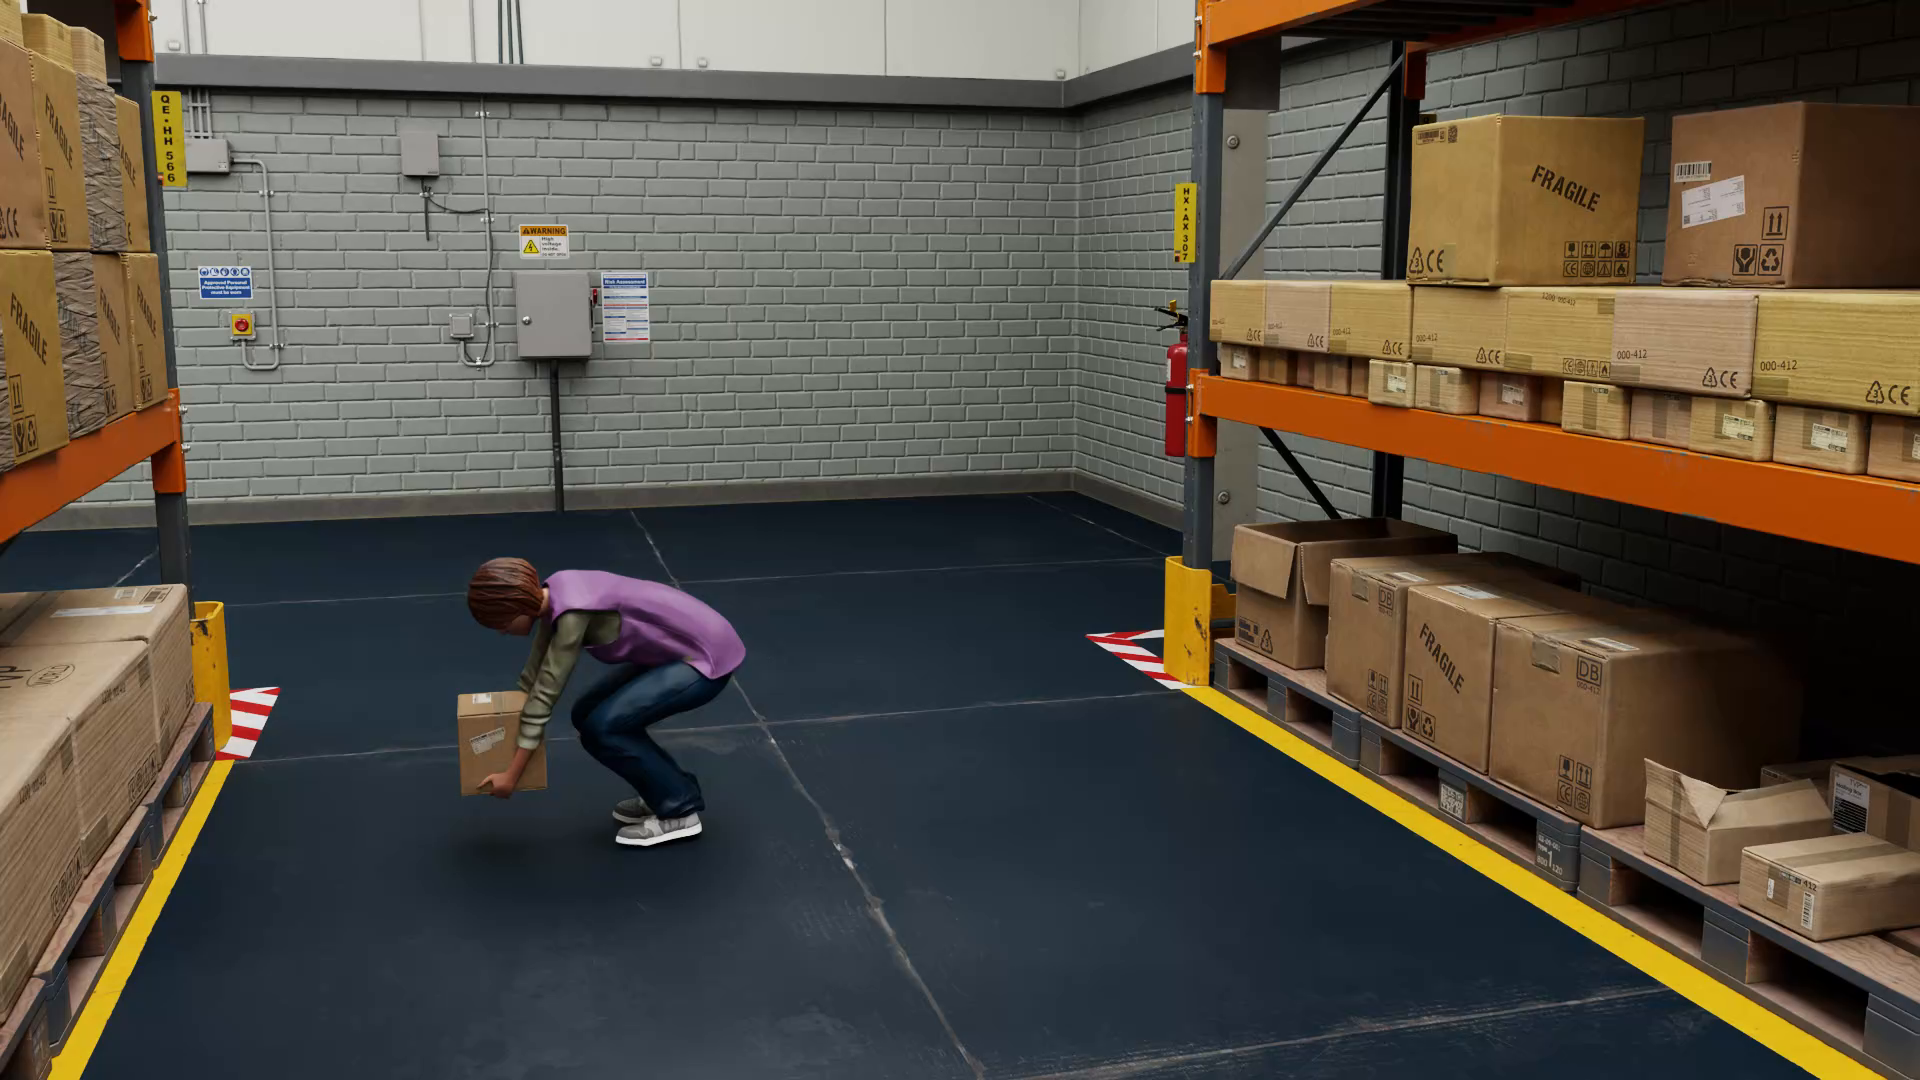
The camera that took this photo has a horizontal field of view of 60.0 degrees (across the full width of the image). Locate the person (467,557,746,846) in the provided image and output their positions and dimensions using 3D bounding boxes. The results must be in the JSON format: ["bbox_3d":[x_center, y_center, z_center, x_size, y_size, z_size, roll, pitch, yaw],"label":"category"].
[{"bbox_3d":[-1.077,0.485,5.148,0.834,0.896,0.428,-3,10,-18],"label":"person"}]
